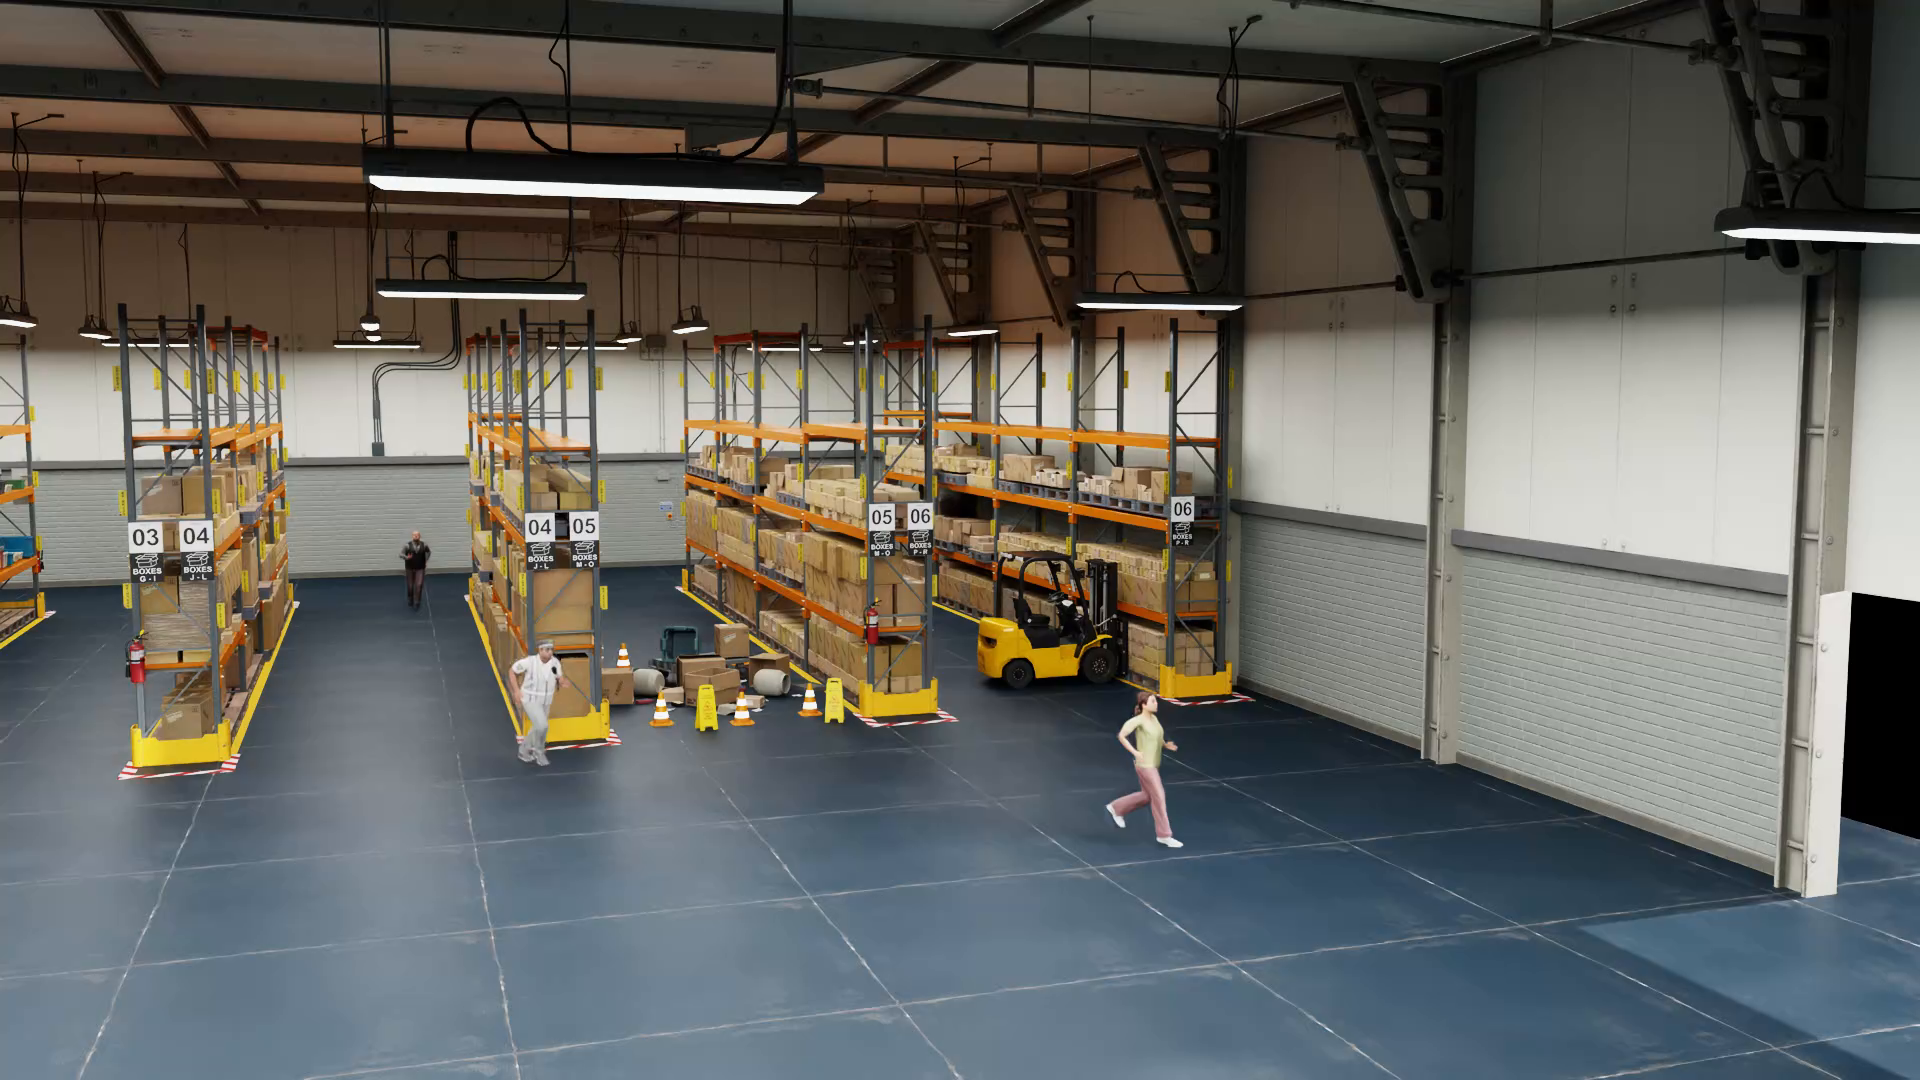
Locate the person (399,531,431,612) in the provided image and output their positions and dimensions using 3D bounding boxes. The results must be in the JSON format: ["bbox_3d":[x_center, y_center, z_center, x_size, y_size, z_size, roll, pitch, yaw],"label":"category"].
[{"bbox_3d":[-11.967,0.662,36.573,0.665,1.734,0.964,-2,6,-20],"label":"person"}]

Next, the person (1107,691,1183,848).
[{"bbox_3d":[2.006,2.464,18.087,0.928,1.675,0.579,3,6,30],"label":"person"}]

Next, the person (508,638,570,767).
[{"bbox_3d":[-5.502,2.121,21.771,0.869,1.722,0.691,4,7,38],"label":"person"}]
